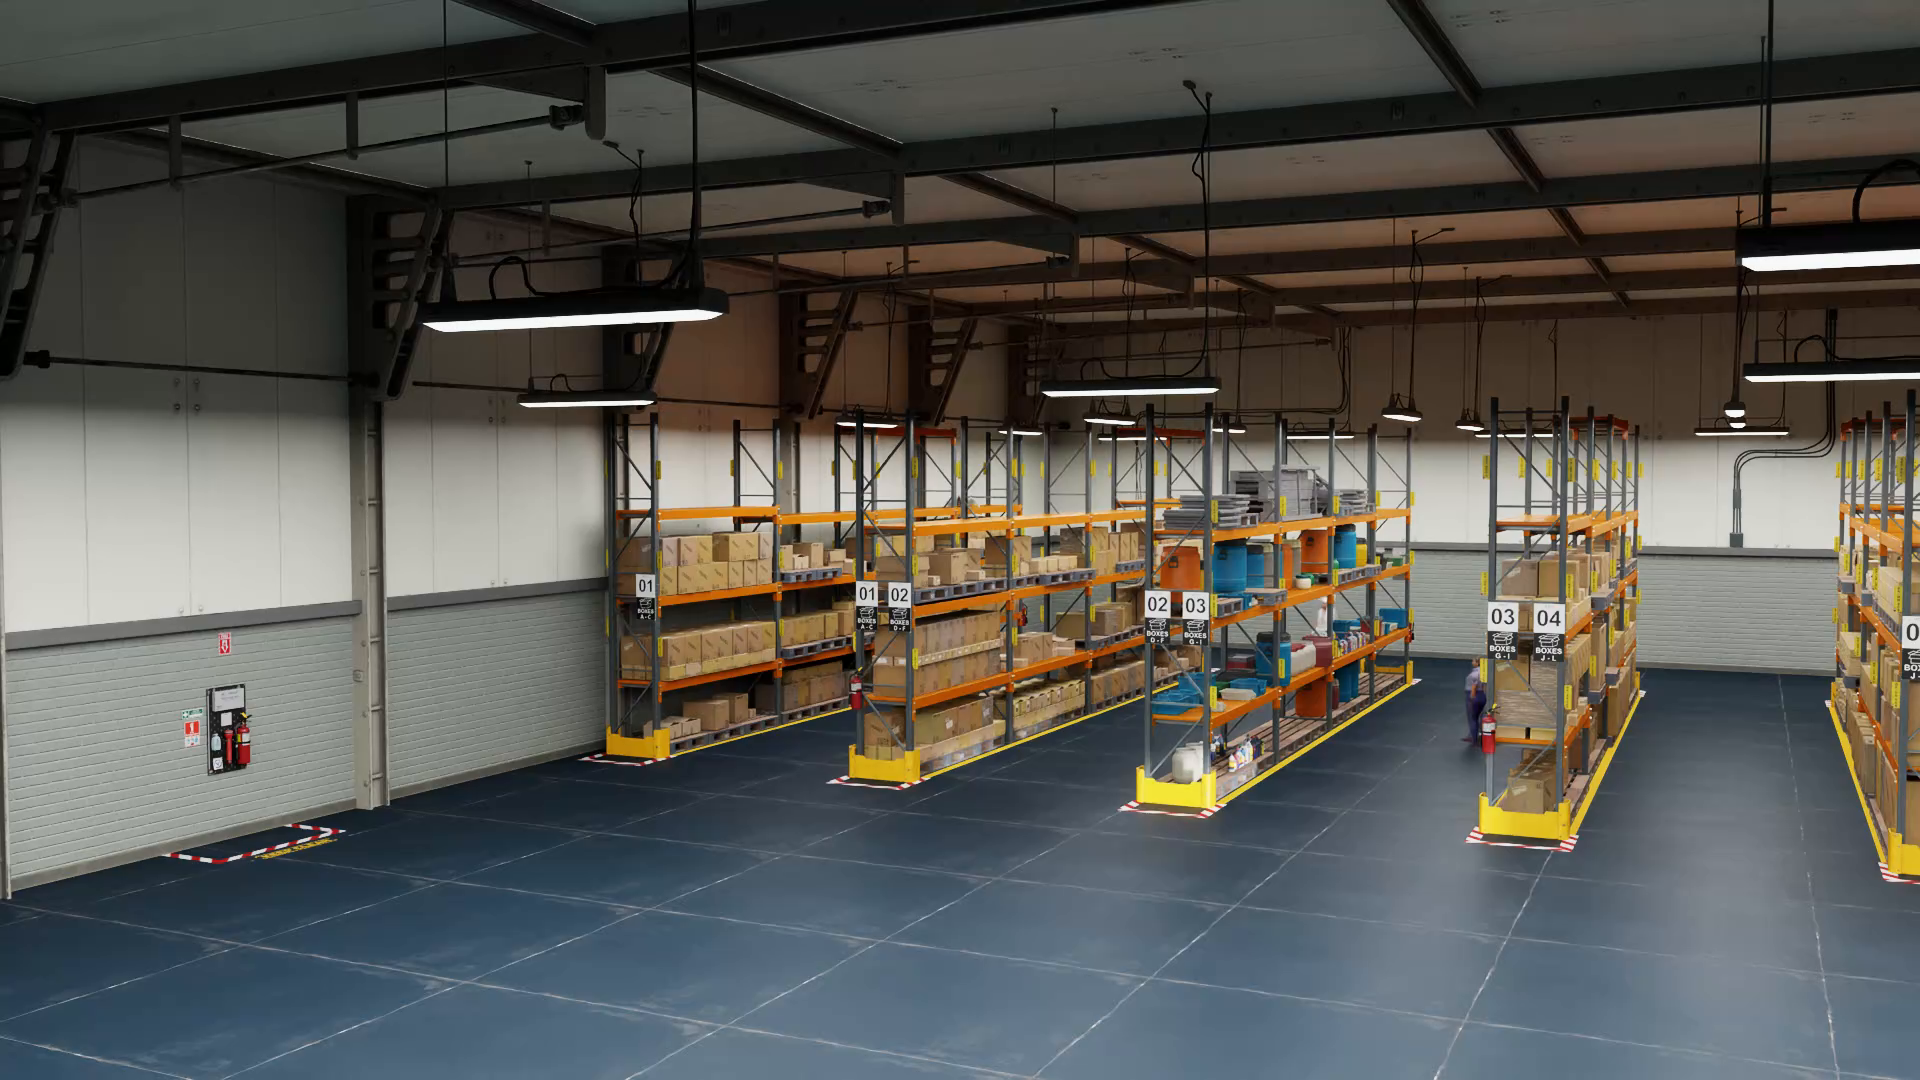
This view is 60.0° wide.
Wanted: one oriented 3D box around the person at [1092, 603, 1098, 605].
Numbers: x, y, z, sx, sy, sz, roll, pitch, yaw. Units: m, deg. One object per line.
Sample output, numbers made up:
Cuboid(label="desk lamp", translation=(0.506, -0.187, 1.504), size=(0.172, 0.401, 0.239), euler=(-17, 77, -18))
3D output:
Cuboid(label="person", translation=(3.258, 2.393, 40.483), size=(0.663, 1.731, 1.016), euler=(1, 3, 29))

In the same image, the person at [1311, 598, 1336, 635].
Cuboid(label="person", translation=(9.152, 2.347, 41.823), size=(0.672, 1.768, 0.881), euler=(1, 3, 22))

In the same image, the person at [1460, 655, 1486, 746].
Cuboid(label="person", translation=(9.308, 2.912, 30.329), size=(0.473, 1.646, 0.565), euler=(-2, 3, -39))
